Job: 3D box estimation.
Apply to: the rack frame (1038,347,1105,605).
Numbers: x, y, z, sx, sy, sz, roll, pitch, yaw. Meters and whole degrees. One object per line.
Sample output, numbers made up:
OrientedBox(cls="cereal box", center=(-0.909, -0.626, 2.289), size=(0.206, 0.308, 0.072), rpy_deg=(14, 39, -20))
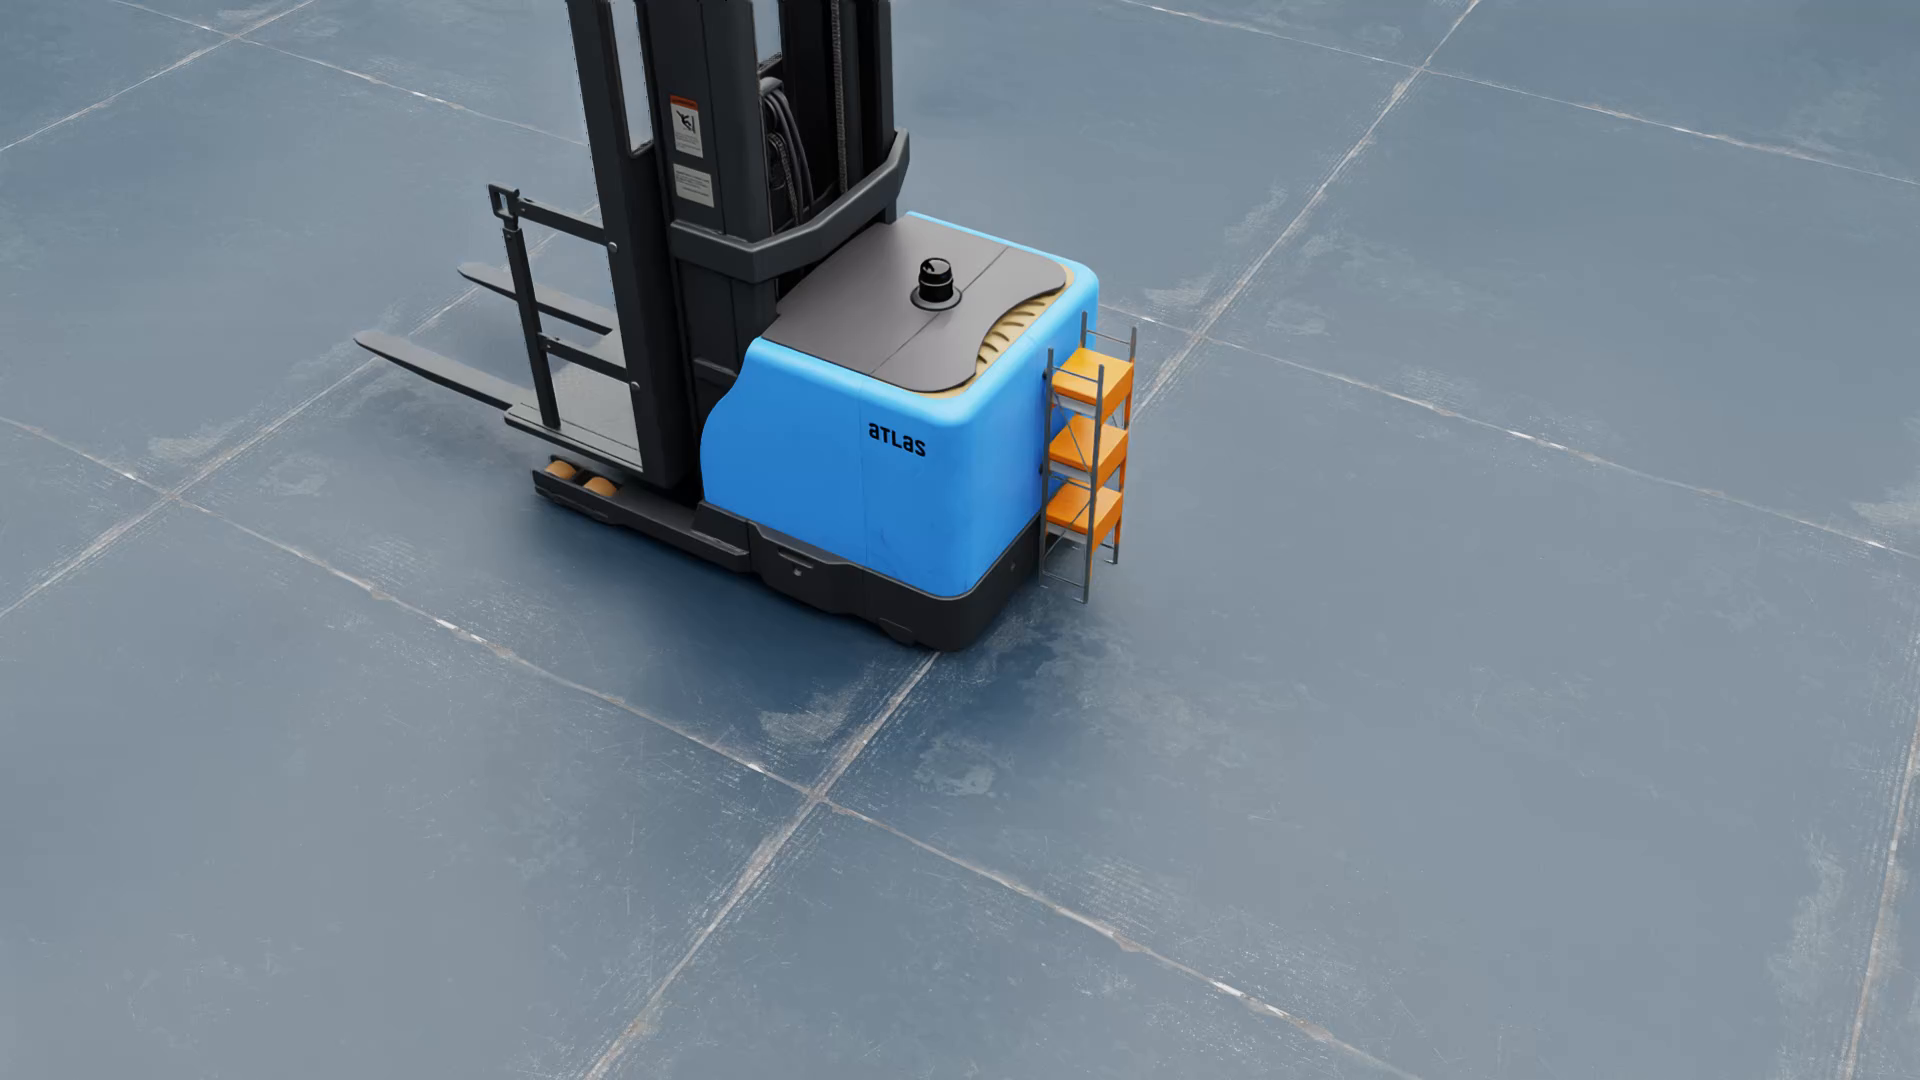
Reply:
OrientedBox(cls="rack frame", center=(0.373, -0.195, 5.677), size=(0.200, 1.050, 0.008), rpy_deg=(21, 45, 22))

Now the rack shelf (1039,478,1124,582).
OrientedBox(cls="rack shelf", center=(0.433, -0.049, 5.947), size=(0.215, 0.259, 0.240), rpy_deg=(21, 45, 22))

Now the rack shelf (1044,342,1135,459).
OrientedBox(cls="rack shelf", center=(0.433, -0.470, 5.576), size=(0.215, 0.259, 0.240), rpy_deg=(21, 45, 22))

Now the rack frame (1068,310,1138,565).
OrientedBox(cls="rack frame", center=(0.494, -0.335, 5.836), size=(0.200, 1.050, 0.008), rpy_deg=(21, 45, 22))

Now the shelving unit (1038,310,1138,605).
OrientedBox(cls="shelving unit", center=(0.433, -0.265, 5.757), size=(0.215, 1.050, 0.252), rpy_deg=(21, 45, 22))

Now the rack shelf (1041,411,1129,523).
OrientedBox(cls="rack shelf", center=(0.433, -0.257, 5.764), size=(0.215, 0.259, 0.240), rpy_deg=(21, 45, 22))

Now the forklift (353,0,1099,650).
OrientedBox(cls="forklift", center=(-1.039, -1.449, 5.678), size=(3.031, 2.935, 1.130), rpy_deg=(21, 46, 23))
